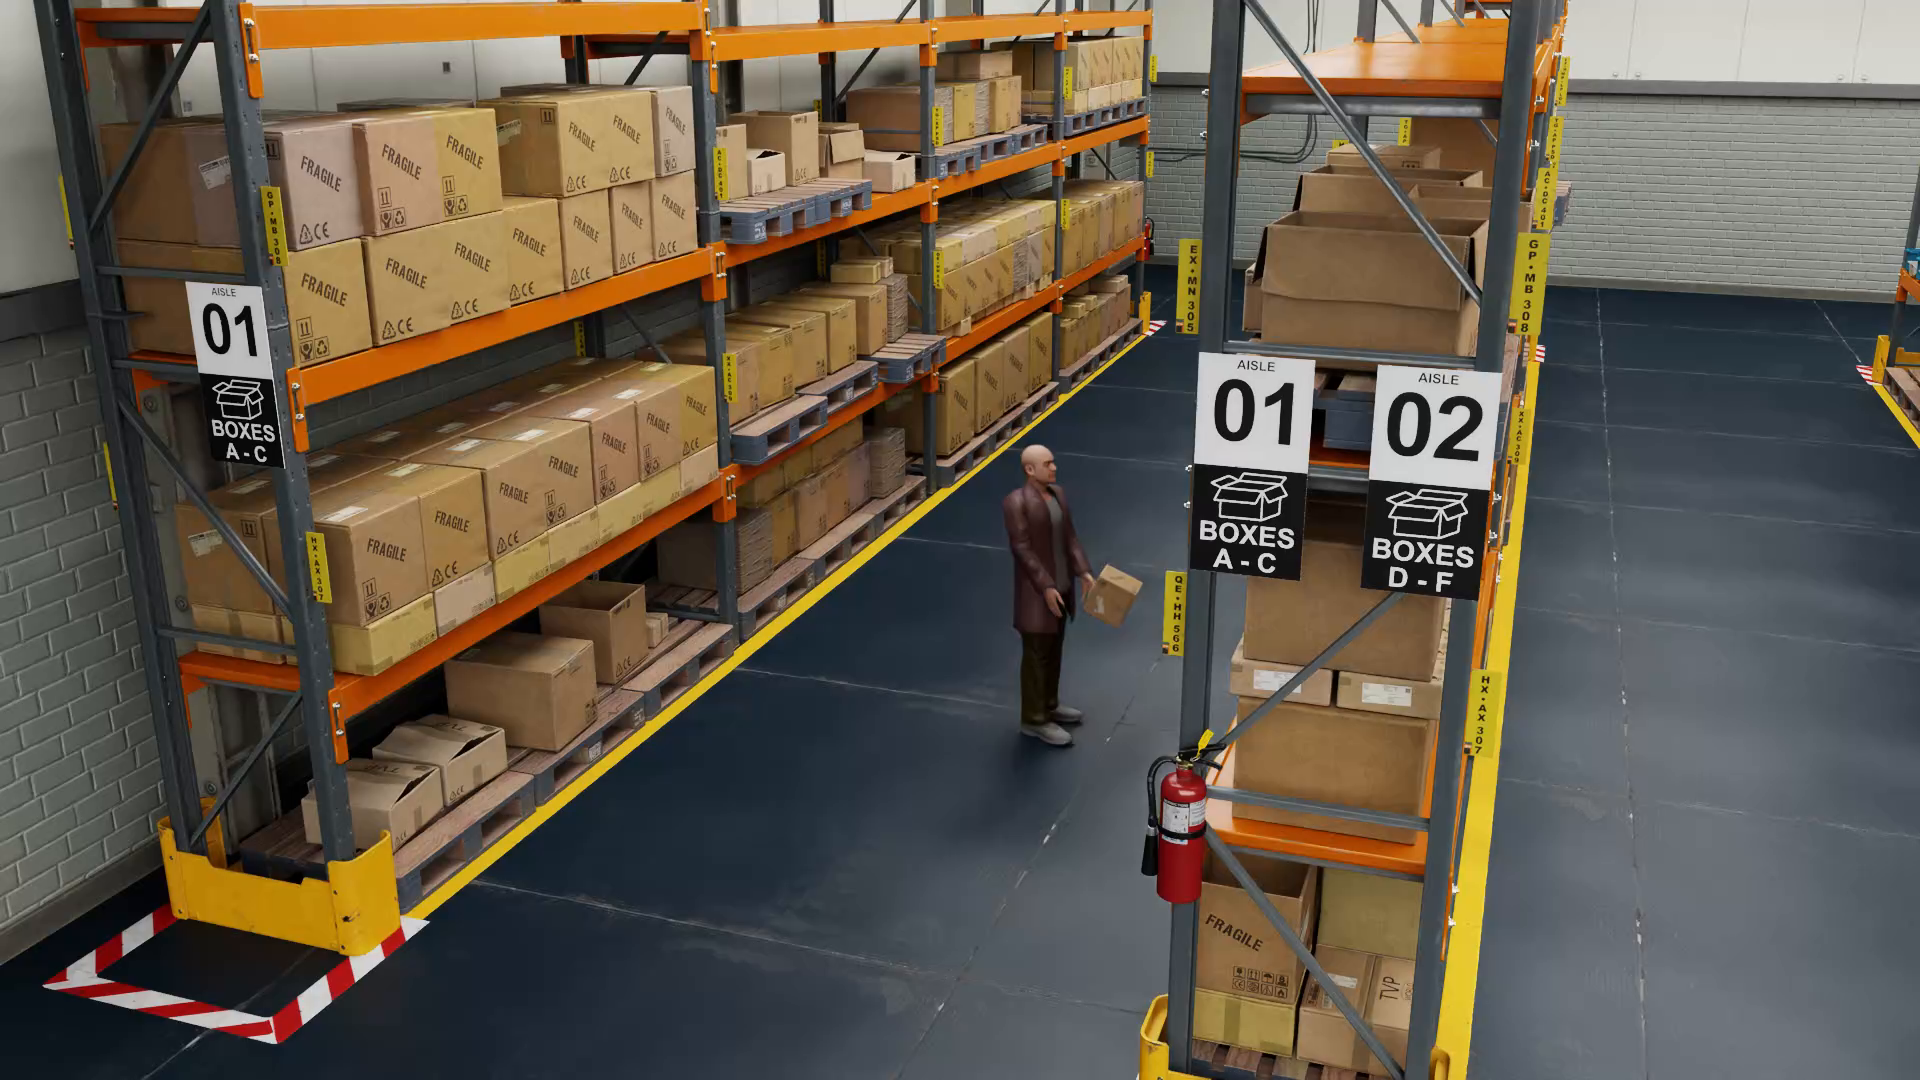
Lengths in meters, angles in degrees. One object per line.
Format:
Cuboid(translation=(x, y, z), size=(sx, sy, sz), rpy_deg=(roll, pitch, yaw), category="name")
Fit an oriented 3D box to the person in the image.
Cuboid(translation=(0.588, 0.310, 10.130), size=(0.558, 1.778, 0.570), rpy_deg=(15, 23, 37), category="person")
